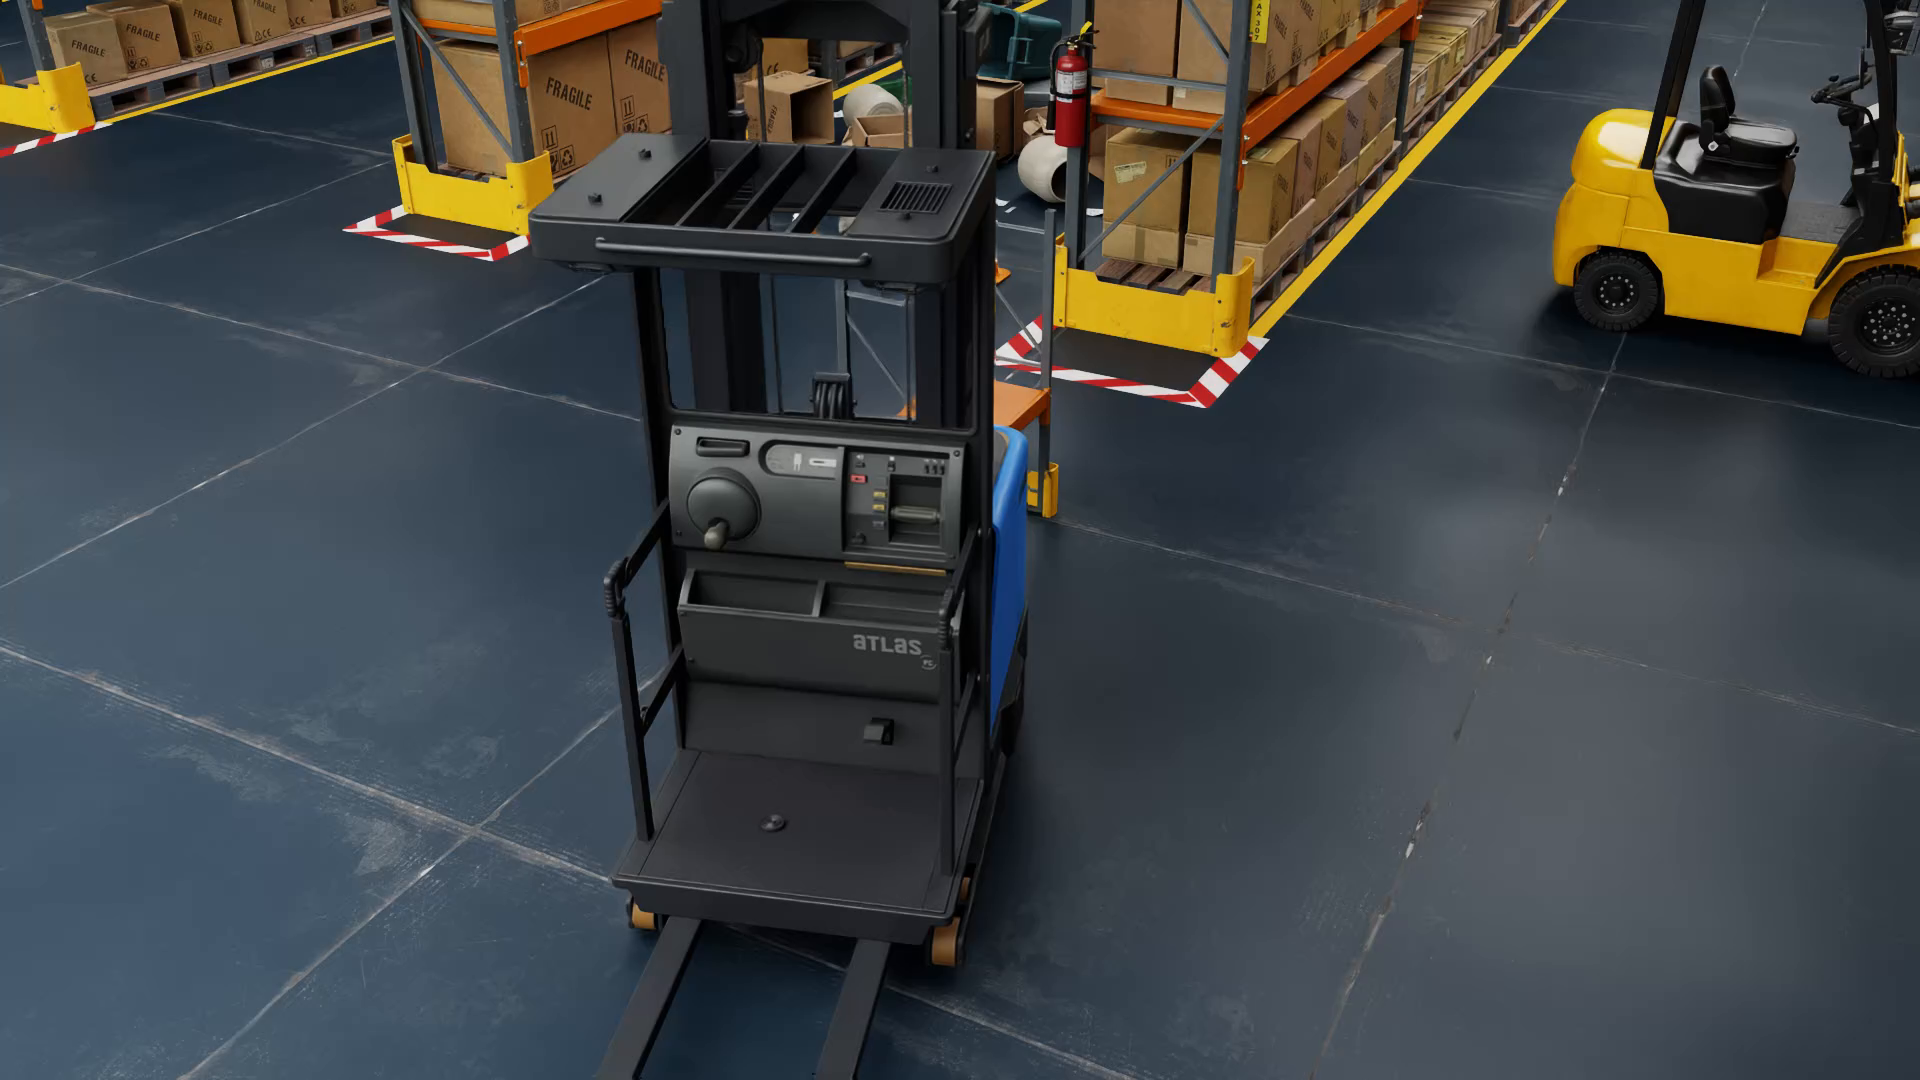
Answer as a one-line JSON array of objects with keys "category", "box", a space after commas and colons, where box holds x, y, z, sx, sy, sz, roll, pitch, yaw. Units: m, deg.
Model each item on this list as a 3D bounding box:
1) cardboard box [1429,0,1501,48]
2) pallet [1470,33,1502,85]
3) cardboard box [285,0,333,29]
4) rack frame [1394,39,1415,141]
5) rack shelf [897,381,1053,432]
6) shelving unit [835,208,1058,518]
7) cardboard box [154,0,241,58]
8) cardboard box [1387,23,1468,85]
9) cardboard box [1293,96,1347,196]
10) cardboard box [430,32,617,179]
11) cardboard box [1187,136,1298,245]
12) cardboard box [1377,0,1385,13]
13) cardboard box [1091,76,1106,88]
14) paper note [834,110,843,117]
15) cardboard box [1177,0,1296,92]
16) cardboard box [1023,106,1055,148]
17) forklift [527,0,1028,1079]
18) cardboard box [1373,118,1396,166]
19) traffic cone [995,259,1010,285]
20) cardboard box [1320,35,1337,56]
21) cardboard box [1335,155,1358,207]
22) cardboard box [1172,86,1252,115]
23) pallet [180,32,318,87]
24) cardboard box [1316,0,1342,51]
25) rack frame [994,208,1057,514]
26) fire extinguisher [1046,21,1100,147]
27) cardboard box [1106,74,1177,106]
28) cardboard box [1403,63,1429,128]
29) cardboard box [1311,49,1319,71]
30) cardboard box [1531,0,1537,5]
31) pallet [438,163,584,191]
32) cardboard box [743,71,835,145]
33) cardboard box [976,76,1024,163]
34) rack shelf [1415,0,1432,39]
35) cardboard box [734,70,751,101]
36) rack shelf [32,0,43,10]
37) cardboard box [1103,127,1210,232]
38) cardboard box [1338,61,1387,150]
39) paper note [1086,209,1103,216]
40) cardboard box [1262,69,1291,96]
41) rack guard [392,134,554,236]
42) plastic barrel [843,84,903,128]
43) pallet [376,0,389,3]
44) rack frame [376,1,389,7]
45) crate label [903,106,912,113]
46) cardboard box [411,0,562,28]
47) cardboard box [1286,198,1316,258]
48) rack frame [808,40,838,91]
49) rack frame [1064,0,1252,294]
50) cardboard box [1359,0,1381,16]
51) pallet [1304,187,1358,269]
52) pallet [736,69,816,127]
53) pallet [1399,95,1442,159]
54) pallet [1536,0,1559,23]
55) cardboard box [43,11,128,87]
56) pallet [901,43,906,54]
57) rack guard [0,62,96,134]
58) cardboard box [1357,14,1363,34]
[{"category": "cardboard box", "box": [4.460, -4.854, 15.408, 0.950, 0.372, 0.625, 12, 32, 20]}, {"category": "pallet", "box": [4.369, -4.505, 15.382, 1.003, 0.211, 1.213, 14, 33, 23]}, {"category": "cardboard box", "box": [-6.390, -5.209, 15.897, 0.500, 0.500, 0.500, -26, 39, -37]}, {"category": "rack frame", "box": [2.904, -4.287, 12.203, 1.000, 3.000, 0.127, 14, 33, 23]}, {"category": "rack shelf", "box": [-0.039, -0.457, 7.400, 0.538, 0.185, 1.000, 14, 33, 23]}, {"category": "shelving unit", "box": [-0.035, -0.617, 7.318, 0.587, 1.500, 1.083, 14, 33, 23]}, {"category": "cardboard box", "box": [-6.897, -4.679, 14.974, 0.500, 0.500, 0.500, 18, 34, 28]}, {"category": "cardboard box", "box": [3.780, -4.190, 14.252, 0.950, 0.372, 0.625, 15, 33, 25]}, {"category": "cardboard box", "box": [2.176, -2.587, 10.829, 0.500, 0.500, 0.500, 15, 33, 24]}, {"category": "cardboard box", "box": [-3.121, -3.168, 11.966, 0.875, 0.875, 0.875, 14, 33, 24]}, {"category": "cardboard box", "box": [1.706, -2.134, 10.040, 0.500, 0.500, 0.500, 13, 32, 22]}, {"category": "cardboard box", "box": [2.733, -3.756, 11.531, 0.380, 0.149, 0.250, 14, 33, 24]}, {"category": "cardboard box", "box": [1.306, -3.922, 13.316, 0.500, 0.500, 0.500, 14, 33, 23]}, {"category": "paper note", "box": [-1.049, -3.574, 13.942, 0.147, 0.020, 0.142, -7, 31, -11]}, {"category": "cardboard box", "box": [1.544, -2.833, 9.272, 0.500, 0.500, 0.500, 14, 33, 23]}, {"category": "cardboard box", "box": [0.622, -3.227, 13.102, 0.258, 0.266, 0.396, -7, 31, -11]}, {"category": "forklift", "box": [-0.482, -0.093, 4.969, 1.130, 2.935, 3.031, 5, 30, 8]}, {"category": "cardboard box", "box": [2.874, -2.953, 12.220, 0.500, 0.250, 0.500, 16, 33, 25]}, {"category": "traffic cone", "box": [0.129, -1.897, 10.588, 0.336, 0.463, 0.334, 14, 33, 23]}, {"category": "cardboard box", "box": [2.174, -3.188, 10.541, 0.380, 0.149, 0.250, 13, 32, 22]}, {"category": "cardboard box", "box": [2.404, -2.491, 11.414, 0.500, 0.250, 0.500, 15, 33, 24]}, {"category": "cardboard box", "box": [1.421, -2.508, 9.358, 0.380, 0.149, 0.250, 14, 33, 23]}, {"category": "pallet", "box": [-6.747, -4.477, 15.334, 1.003, 0.211, 1.213, 14, 33, 23]}, {"category": "cardboard box", "box": [2.008, -3.289, 10.067, 0.500, 0.500, 0.500, 14, 33, 22]}, {"category": "rack frame", "box": [0.193, -0.838, 7.703, 0.500, 1.500, 0.032, 14, 33, 23]}, {"category": "fire extinguisher", "box": [0.619, -2.534, 9.228, 0.296, 0.674, 0.183, 14, 33, 23]}, {"category": "cardboard box", "box": [1.062, -2.619, 9.550, 0.380, 0.149, 0.250, 15, 33, 25]}, {"category": "cardboard box", "box": [3.140, -3.562, 13.158, 0.950, 0.372, 0.625, 15, 33, 24]}, {"category": "cardboard box", "box": [1.961, -2.947, 10.122, 0.380, 0.149, 0.250, 15, 33, 25]}, {"category": "cardboard box", "box": [5.525, -6.002, 16.902, 0.875, 0.875, 0.875, 15, 33, 24]}, {"category": "pallet", "box": [-3.076, -2.754, 12.335, 1.003, 0.211, 1.213, 14, 33, 23]}, {"category": "cardboard box", "box": [-1.342, -3.361, 13.098, 0.500, 0.500, 0.500, 21, 36, 32]}, {"category": "cardboard box", "box": [0.047, -3.259, 12.784, 0.797, 0.637, 0.503, 14, 33, 23]}, {"category": "rack shelf", "box": [3.815, -4.861, 13.926, 1.077, 0.370, 4.000, 14, 33, 23]}, {"category": "cardboard box", "box": [-2.305, -3.962, 13.349, 0.875, 0.875, 0.875, 15, 33, 24]}, {"category": "rack shelf", "box": [-6.829, -5.336, 14.753, 1.077, 0.370, 4.000, 14, 33, 23]}, {"category": "cardboard box", "box": [1.214, -2.243, 10.230, 0.500, 0.500, 0.500, 15, 33, 24]}, {"category": "cardboard box", "box": [2.643, -3.053, 11.640, 0.500, 0.500, 0.500, 15, 33, 24]}, {"category": "paper note", "box": [0.942, -2.330, 11.777, 0.142, 0.019, 0.148, 4, 30, 6]}, {"category": "cardboard box", "box": [1.716, -2.722, 9.731, 0.380, 0.149, 0.250, 13, 32, 22]}, {"category": "rack guard", "box": [-3.382, -2.497, 11.596, 1.175, 0.500, 0.348, 14, 33, 23]}, {"category": "plastic barrel", "box": [-0.700, -3.397, 13.240, 0.421, 0.421, 0.512, -12, 32, -20]}, {"category": "pallet", "box": [-5.565, -5.671, 17.413, 1.003, 0.211, 1.213, 14, 33, 23]}, {"category": "rack frame", "box": [-5.918, -6.535, 16.117, 1.000, 3.000, 0.127, 14, 33, 23]}, {"category": "crate label", "box": [-0.427, -3.463, 13.644, 0.298, 0.136, 0.250, -7, 31, -11]}, {"category": "cardboard box", "box": [-3.242, -3.831, 11.259, 0.875, 0.550, 0.550, 14, 33, 23]}, {"category": "cardboard box", "box": [1.934, -2.023, 10.599, 0.500, 0.250, 0.500, 16, 33, 25]}, {"category": "rack frame", "box": [-1.549, -5.365, 14.080, 1.000, 3.000, 0.127, 14, 33, 23]}, {"category": "rack frame", "box": [1.082, -2.513, 9.115, 1.000, 3.000, 0.127, 14, 33, 23]}, {"category": "cardboard box", "box": [2.462, -3.745, 10.860, 0.500, 0.500, 0.500, 15, 33, 25]}, {"category": "pallet", "box": [2.075, -2.229, 11.419, 1.003, 0.211, 1.213, 14, 33, 23]}, {"category": "pallet", "box": [-1.965, -3.836, 14.218, 1.003, 0.211, 1.213, 14, 33, 23]}, {"category": "pallet", "box": [3.257, -3.423, 13.499, 1.003, 0.211, 1.213, 14, 33, 23]}, {"category": "pallet", "box": [5.709, -5.722, 17.502, 1.003, 0.211, 1.213, 14, 33, 23]}, {"category": "cardboard box", "box": [-7.441, -4.133, 14.023, 0.500, 0.500, 0.500, 21, 36, 32]}, {"category": "pallet", "box": [-0.710, -5.058, 16.345, 1.003, 0.211, 1.213, 14, 33, 23]}, {"category": "rack guard", "box": [-7.706, -3.711, 13.711, 1.175, 0.500, 0.348, 14, 33, 23]}, {"category": "cardboard box", "box": [2.426, -3.408, 10.925, 0.380, 0.149, 0.250, 14, 33, 22]}]
